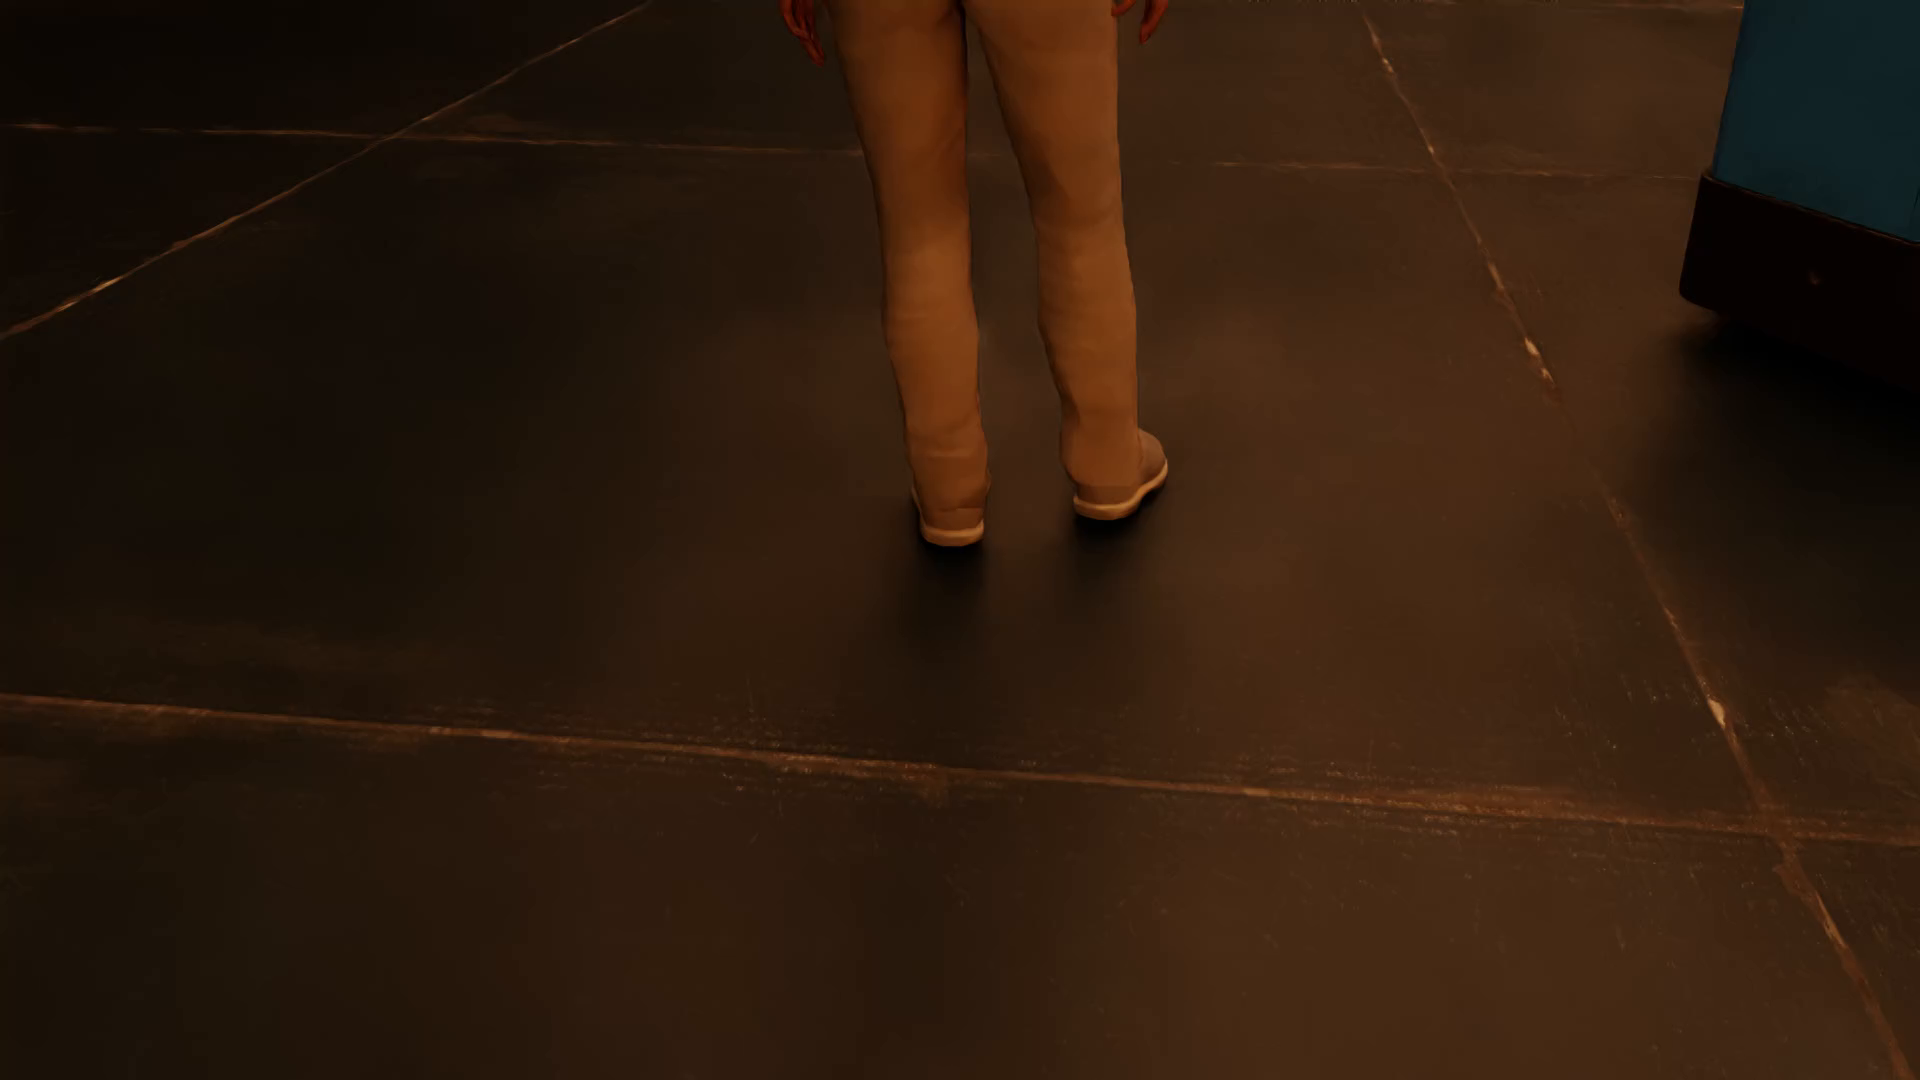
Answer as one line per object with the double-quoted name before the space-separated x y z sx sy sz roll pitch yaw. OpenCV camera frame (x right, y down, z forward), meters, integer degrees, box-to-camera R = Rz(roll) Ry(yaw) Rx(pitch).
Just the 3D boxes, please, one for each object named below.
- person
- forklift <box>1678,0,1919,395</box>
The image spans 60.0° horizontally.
"person" 0.029 -0.796 2.183 0.570 1.693 0.529 3 27 7
"forklift" 3.006 -1.784 2.792 3.031 2.935 1.130 -10 28 -19
